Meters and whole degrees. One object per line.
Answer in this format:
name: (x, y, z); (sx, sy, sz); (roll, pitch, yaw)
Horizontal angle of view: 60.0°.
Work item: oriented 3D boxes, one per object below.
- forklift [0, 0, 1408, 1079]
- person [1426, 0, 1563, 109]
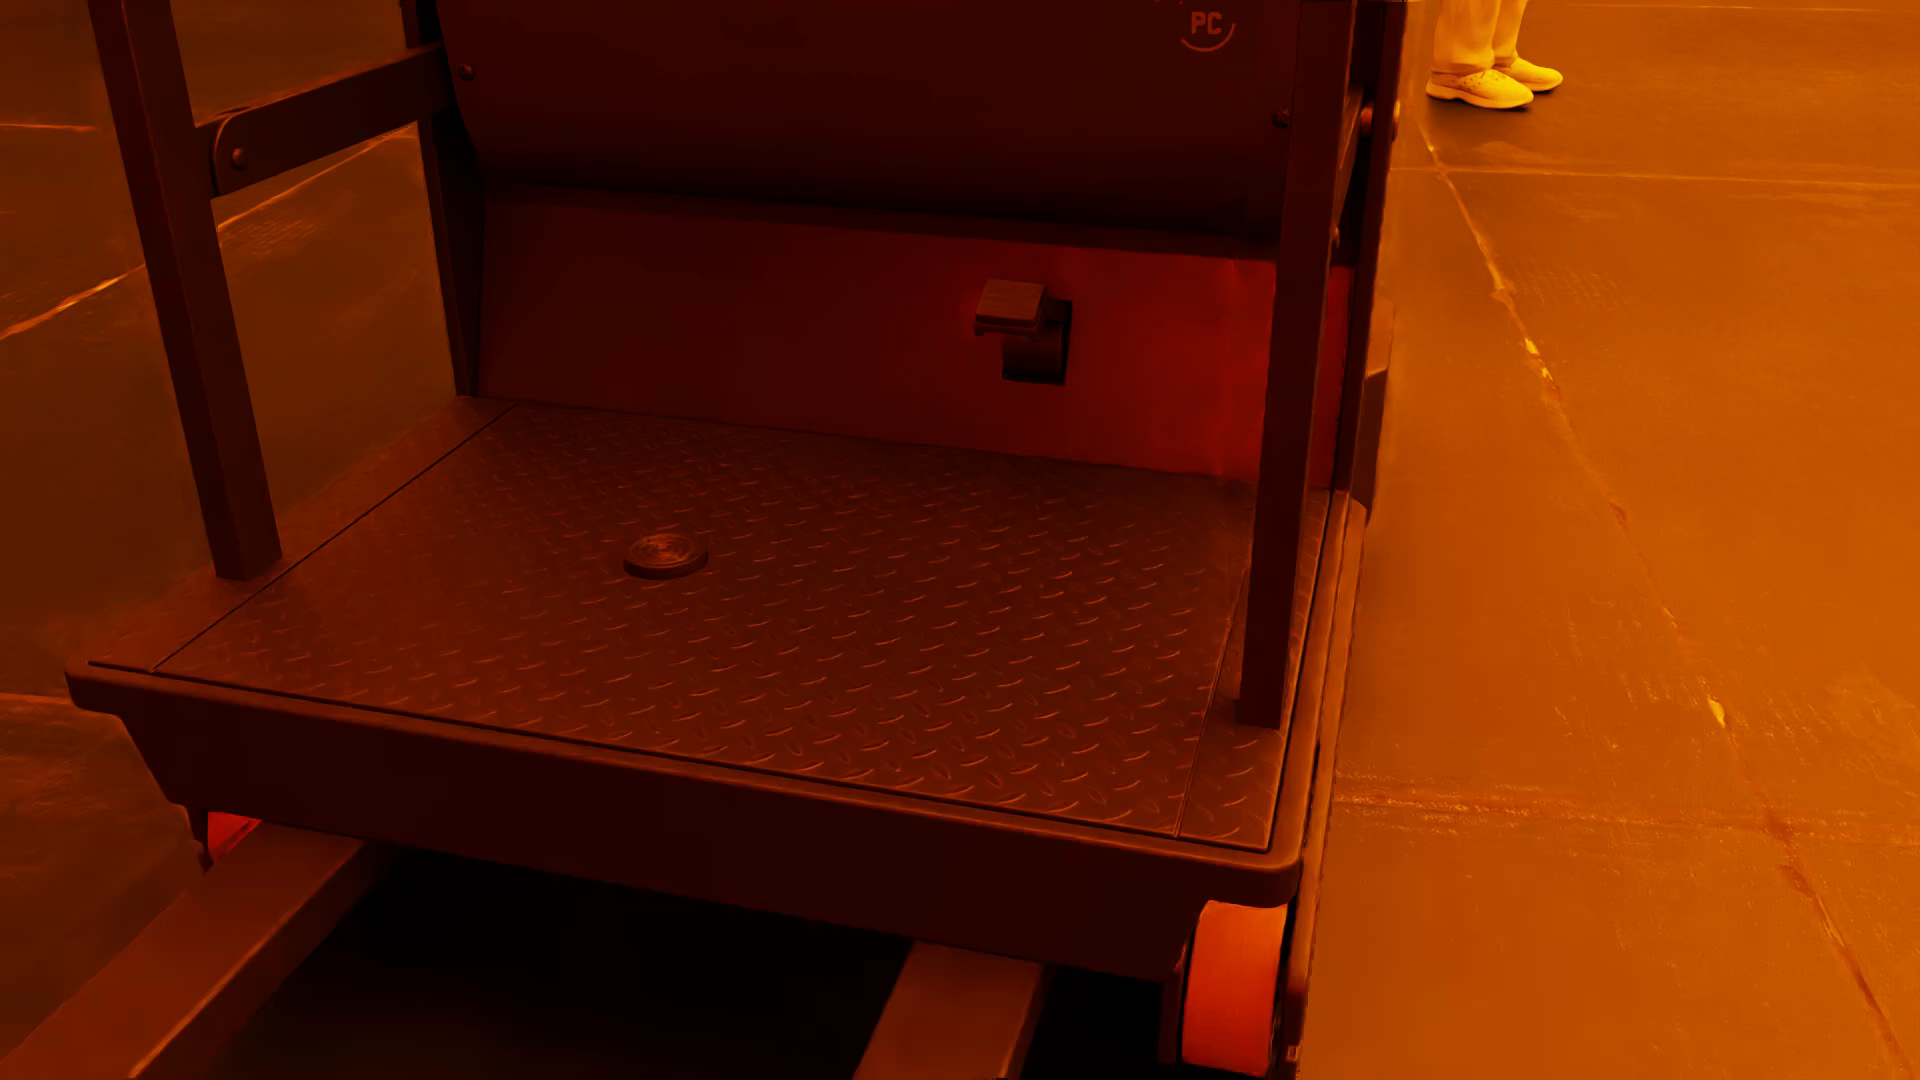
forklift: (-0.153, -1.017, 1.256); (1.130, 2.935, 3.031); (7, 27, 14)
person: (1.733, -2.250, 5.014); (0.393, 1.783, 0.593); (19, 32, 32)
